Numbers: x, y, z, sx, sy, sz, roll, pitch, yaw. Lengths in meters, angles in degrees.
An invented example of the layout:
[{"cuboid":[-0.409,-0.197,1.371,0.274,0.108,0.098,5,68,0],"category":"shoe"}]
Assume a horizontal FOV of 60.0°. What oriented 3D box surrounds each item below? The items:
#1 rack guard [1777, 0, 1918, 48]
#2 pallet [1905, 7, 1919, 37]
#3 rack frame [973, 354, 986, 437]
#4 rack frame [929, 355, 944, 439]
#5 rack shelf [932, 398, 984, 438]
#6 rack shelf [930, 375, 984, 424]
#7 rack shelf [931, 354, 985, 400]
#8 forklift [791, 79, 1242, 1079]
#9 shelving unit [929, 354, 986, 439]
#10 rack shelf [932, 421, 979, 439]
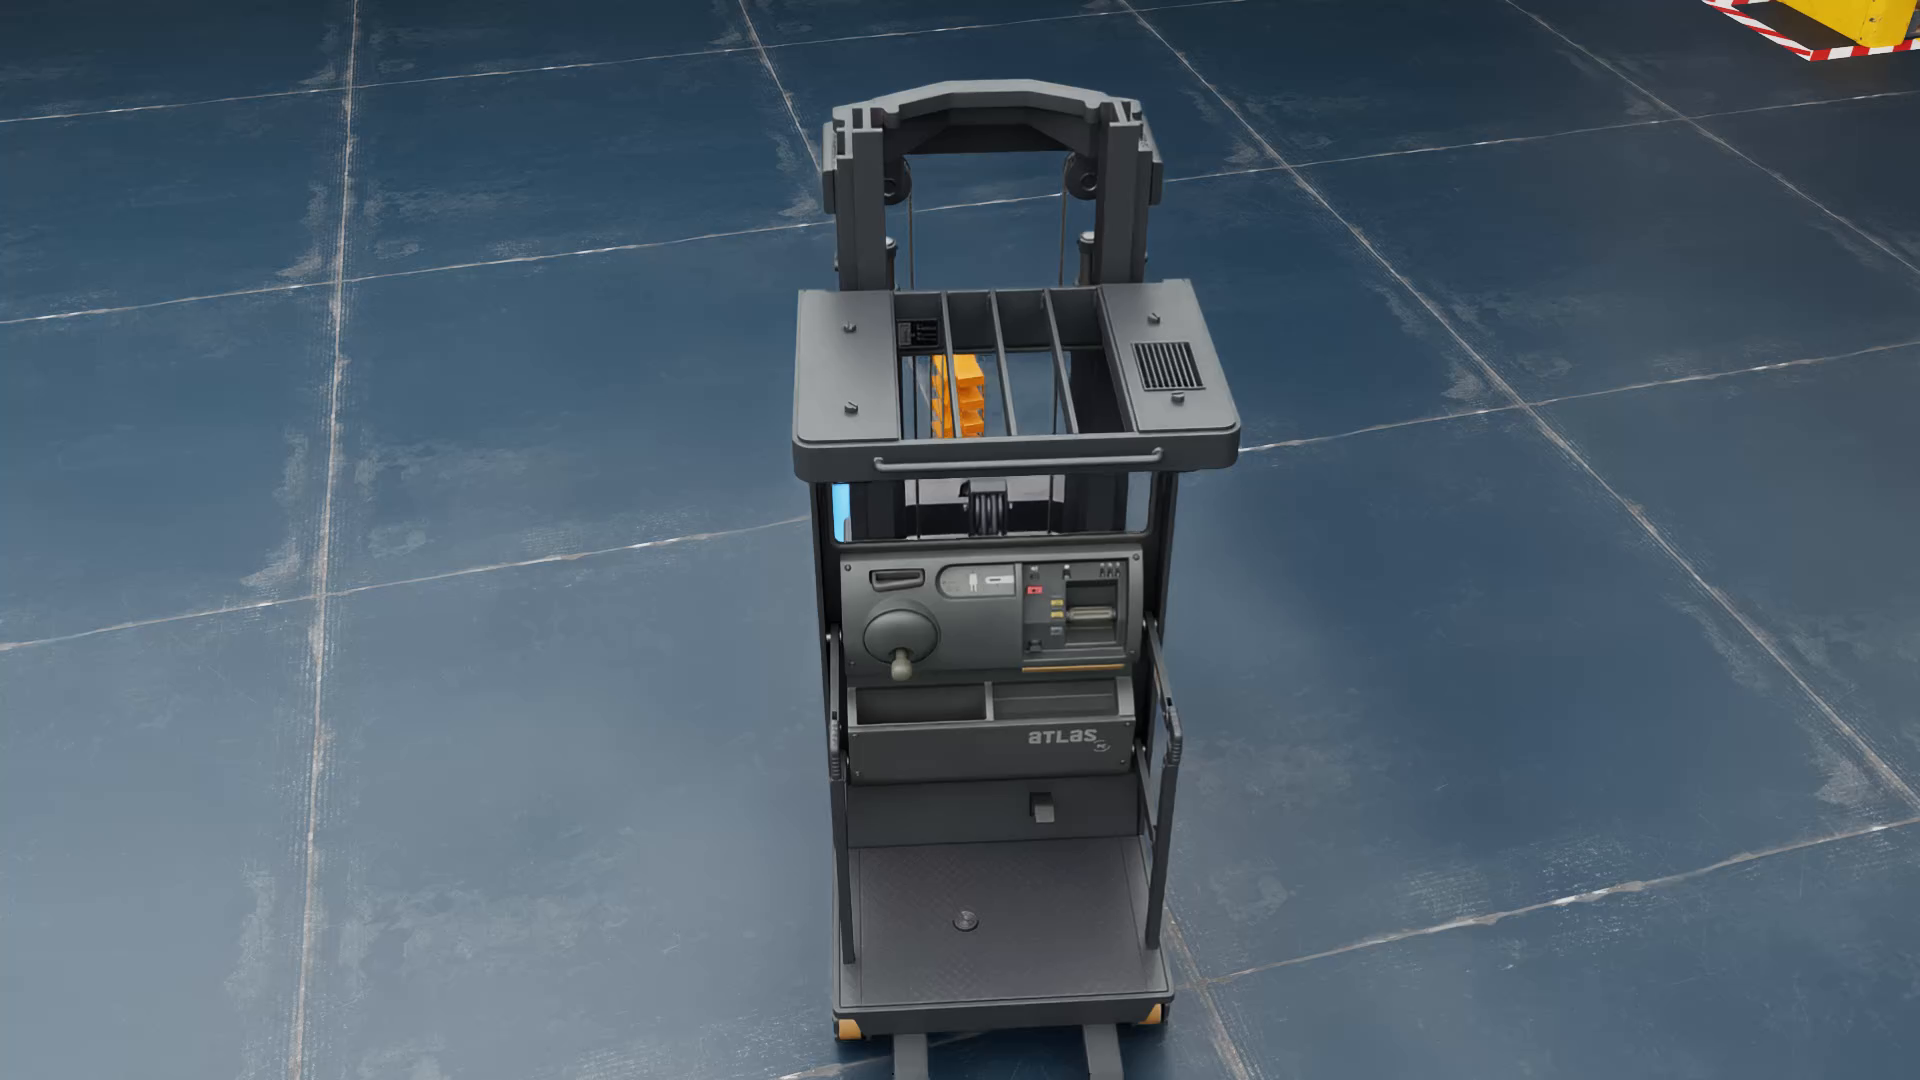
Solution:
[{"cuboid":[6.909,-4.300,12.960,0.348,0.500,1.175,-9,38,-12],"category":"rack guard"},{"cuboid":[7.659,-4.335,13.243,1.213,0.211,1.003,-9,38,-12],"category":"pallet"},{"cuboid":[0.074,-0.489,7.401,0.006,1.200,0.240,-9,38,-12],"category":"rack frame"},{"cuboid":[-0.102,-0.460,7.364,0.006,1.200,0.240,-9,38,-12],"category":"rack frame"},{"cuboid":[-0.014,-0.534,7.337,0.180,0.103,0.258,-9,38,-12],"category":"rack shelf"},{"cuboid":[-0.014,-0.630,7.264,0.180,0.103,0.258,-9,38,-12],"category":"rack shelf"},{"cuboid":[-0.014,-0.725,7.191,0.180,0.103,0.258,-9,38,-12],"category":"rack shelf"},{"cuboid":[0.115,0.296,4.951,1.130,2.935,3.031,-2,37,-3],"category":"forklift"},{"cuboid":[-0.014,-0.474,7.382,0.189,1.200,0.258,-9,38,-12],"category":"shelving unit"},{"cuboid":[-0.014,-0.439,7.409,0.180,0.103,0.258,-9,38,-12],"category":"rack shelf"}]
